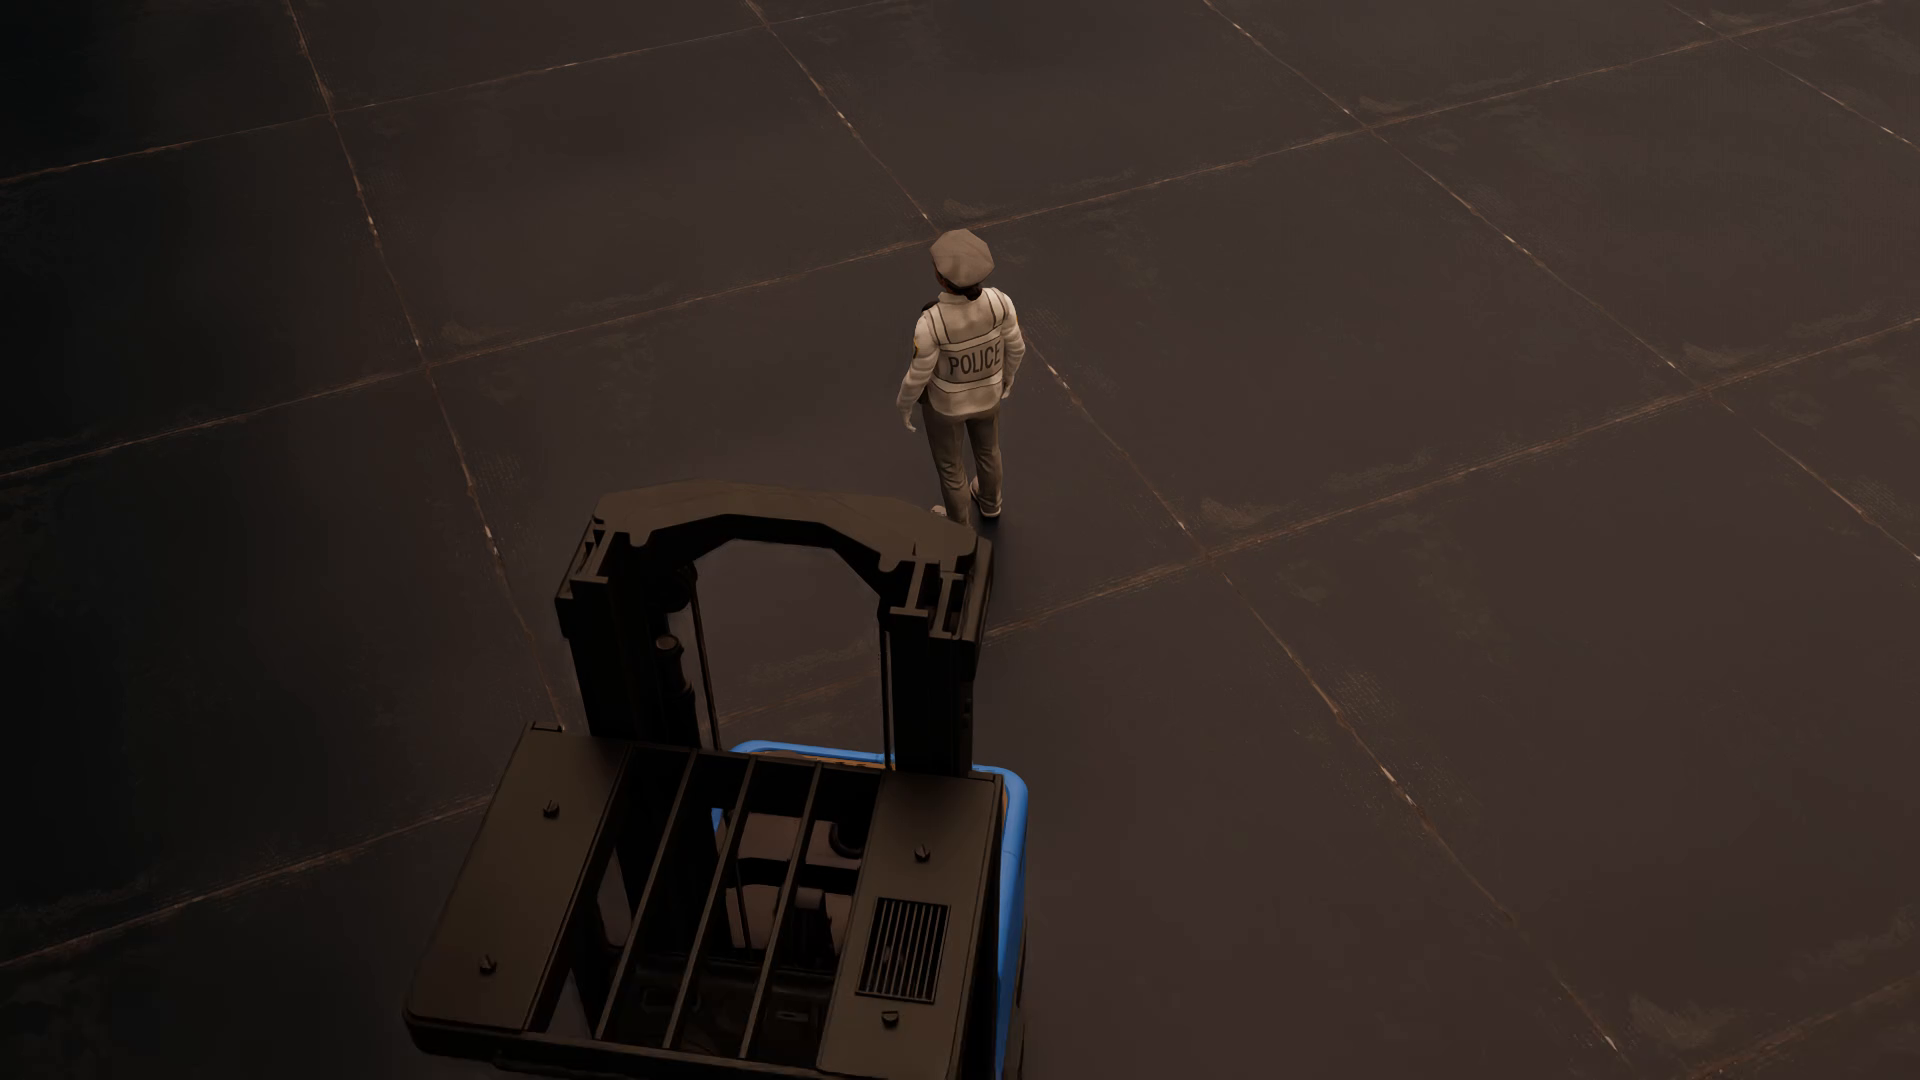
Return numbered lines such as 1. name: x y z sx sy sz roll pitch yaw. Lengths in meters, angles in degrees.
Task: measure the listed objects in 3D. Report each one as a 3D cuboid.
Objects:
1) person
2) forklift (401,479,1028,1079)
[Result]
1. person: -0.022 -0.669 7.293 0.586 1.694 0.532 -18 46 -18
2. forklift: -0.485 1.416 4.163 1.130 2.935 3.031 6 43 6
